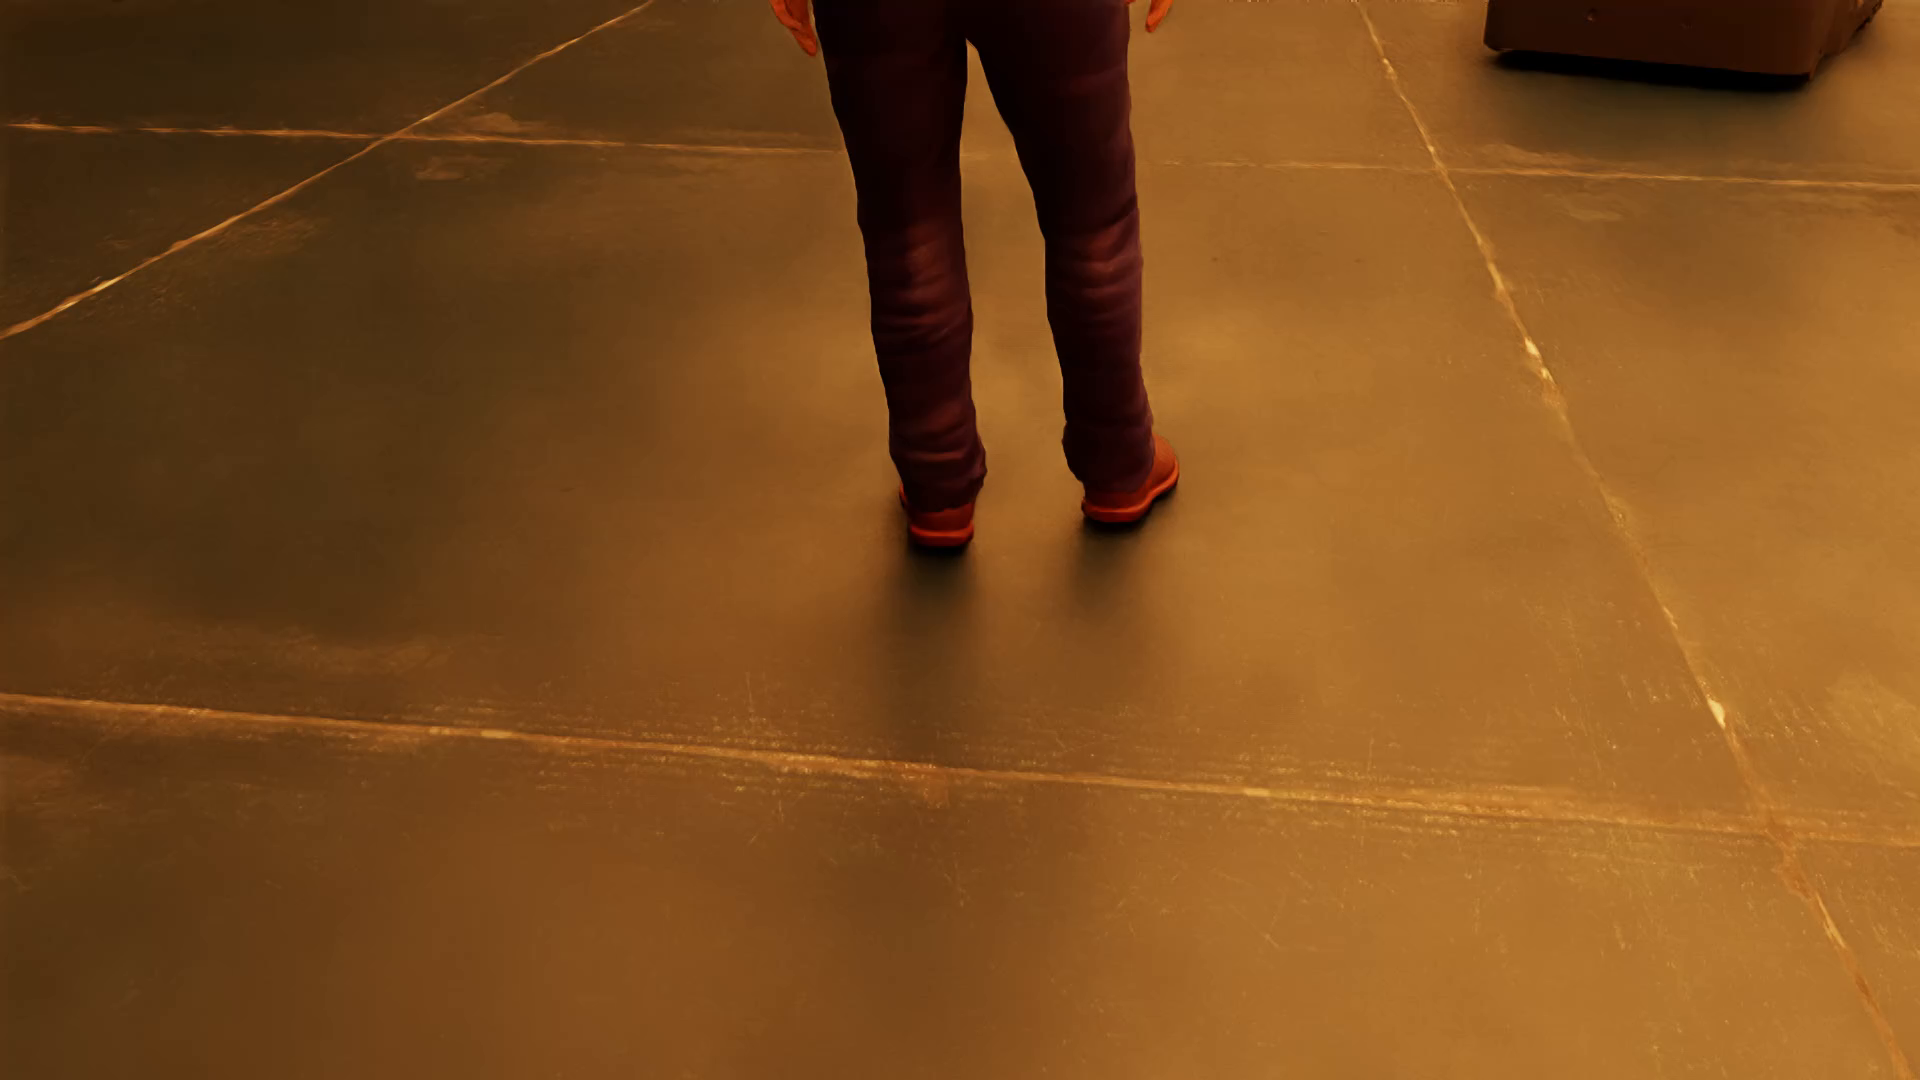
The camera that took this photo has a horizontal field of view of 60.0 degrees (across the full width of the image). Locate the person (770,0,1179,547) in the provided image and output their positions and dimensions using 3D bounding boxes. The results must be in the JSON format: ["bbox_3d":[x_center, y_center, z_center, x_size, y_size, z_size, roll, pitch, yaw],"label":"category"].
[{"bbox_3d":[0.035,-0.778,2.208,0.599,1.642,0.502,3,27,7],"label":"person"}]

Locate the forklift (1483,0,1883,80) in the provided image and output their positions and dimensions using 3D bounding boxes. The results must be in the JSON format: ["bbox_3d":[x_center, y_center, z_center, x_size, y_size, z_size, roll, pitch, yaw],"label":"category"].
[{"bbox_3d":[3.050,-3.414,6.061,1.130,2.935,3.031,16,31,29],"label":"forklift"}]
